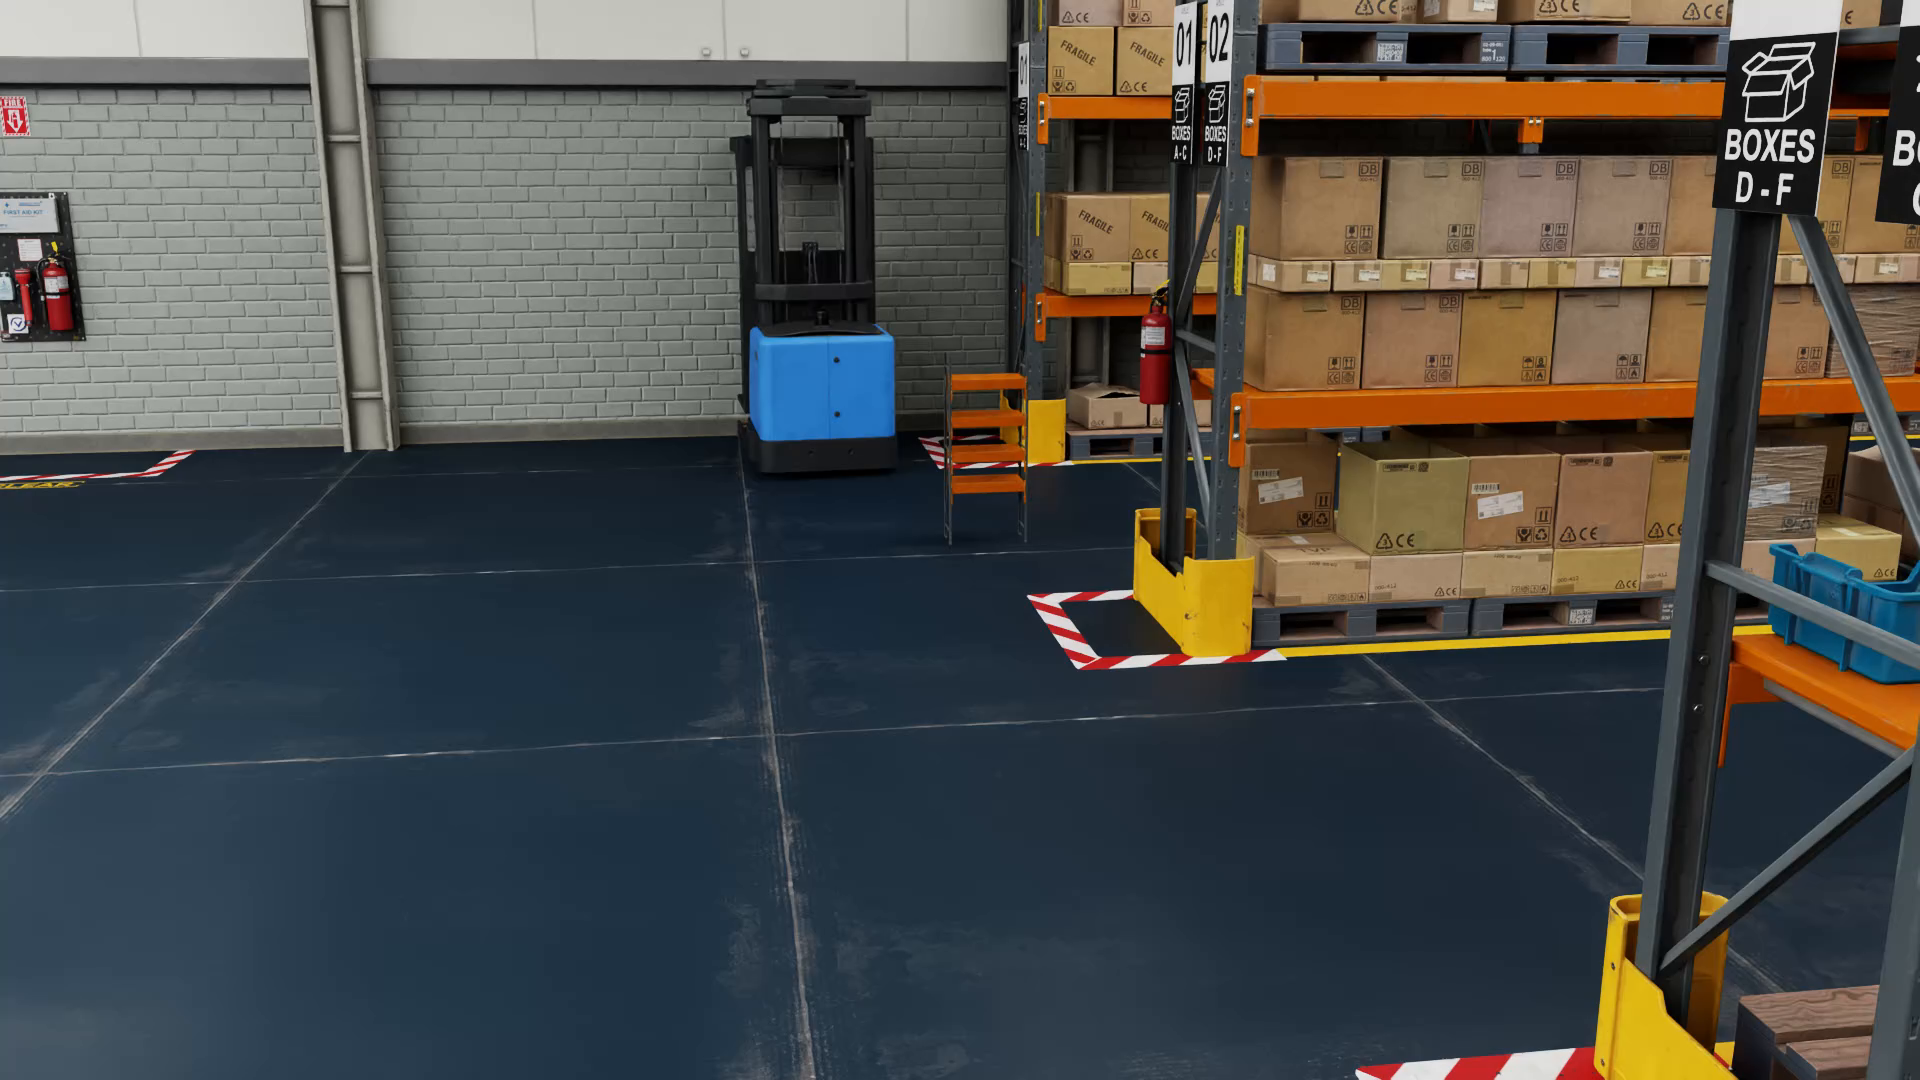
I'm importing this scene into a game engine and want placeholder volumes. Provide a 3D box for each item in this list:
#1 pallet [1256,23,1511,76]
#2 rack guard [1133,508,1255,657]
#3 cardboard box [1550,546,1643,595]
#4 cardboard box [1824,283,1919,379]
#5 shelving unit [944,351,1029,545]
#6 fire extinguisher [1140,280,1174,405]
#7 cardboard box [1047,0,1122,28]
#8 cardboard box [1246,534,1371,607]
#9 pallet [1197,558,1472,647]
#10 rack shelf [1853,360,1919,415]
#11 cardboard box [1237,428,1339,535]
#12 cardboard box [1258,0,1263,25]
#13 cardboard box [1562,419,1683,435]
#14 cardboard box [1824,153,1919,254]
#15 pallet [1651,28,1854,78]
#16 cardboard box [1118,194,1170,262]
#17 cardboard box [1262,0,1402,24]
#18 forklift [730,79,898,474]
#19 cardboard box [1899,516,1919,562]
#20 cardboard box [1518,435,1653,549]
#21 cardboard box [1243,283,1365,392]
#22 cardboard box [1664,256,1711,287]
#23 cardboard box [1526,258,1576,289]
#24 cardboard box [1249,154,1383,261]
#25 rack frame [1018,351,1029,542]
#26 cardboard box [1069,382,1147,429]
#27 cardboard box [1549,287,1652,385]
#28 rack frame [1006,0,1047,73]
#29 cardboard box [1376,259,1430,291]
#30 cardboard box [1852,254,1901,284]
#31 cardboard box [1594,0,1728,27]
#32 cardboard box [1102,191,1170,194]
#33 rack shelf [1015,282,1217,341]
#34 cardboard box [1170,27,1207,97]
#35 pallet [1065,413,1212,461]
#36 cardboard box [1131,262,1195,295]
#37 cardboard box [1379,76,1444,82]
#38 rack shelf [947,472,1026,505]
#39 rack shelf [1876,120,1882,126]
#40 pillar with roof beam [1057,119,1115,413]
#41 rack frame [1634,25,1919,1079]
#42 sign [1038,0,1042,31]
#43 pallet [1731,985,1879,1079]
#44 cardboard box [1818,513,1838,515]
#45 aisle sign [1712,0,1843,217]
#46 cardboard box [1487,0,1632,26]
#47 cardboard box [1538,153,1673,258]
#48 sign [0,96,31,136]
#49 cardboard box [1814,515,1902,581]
[{"bbox_3d":[1.956,-2.441,8.305,1.213,0.211,1.003,-2,14,-8],"label":"pallet"},{"bbox_3d":[1.230,0.203,8.883,0.348,0.500,1.175,-2,14,-8],"label":"rack guard"},{"bbox_3d":[3.300,0.100,8.945,0.500,0.250,0.500,-2,14,-8],"label":"cardboard box"},{"bbox_3d":[4.771,-1.186,9.078,0.500,0.500,0.700,-2,14,-10],"label":"cardboard box"},{"bbox_3d":[0.164,-0.588,10.600,0.503,1.200,0.258,-2,14,-8],"label":"shelving unit"},{"bbox_3d":[1.067,-1.080,9.020,0.183,0.674,0.296,-2,14,-8],"label":"fire extinguisher"},{"bbox_3d":[0.929,-4.155,12.655,0.500,0.500,0.500,-3,14,-12],"label":"cardboard box"},{"bbox_3d":[1.817,0.154,8.730,0.500,0.250,0.500,-2,14,-8],"label":"cardboard box"},{"bbox_3d":[2.003,0.305,9.072,1.213,0.211,1.003,-2,14,-8],"label":"pallet"},{"bbox_3d":[7.187,-0.878,9.537,4.000,0.370,1.077,-2,14,-8],"label":"rack shelf"},{"bbox_3d":[1.739,-0.335,9.137,0.500,0.500,0.500,-2,14,-8],"label":"cardboard box"},{"bbox_3d":[2.426,-4.329,13.350,0.500,0.500,0.500,-2,14,-8],"label":"cardboard box"},{"bbox_3d":[3.715,-0.411,9.441,0.500,0.500,0.500,-2,14,-8],"label":"cardboard box"},{"bbox_3d":[4.771,-1.815,8.920,0.500,0.500,0.700,-2,14,-8],"label":"cardboard box"},{"bbox_3d":[4.369,-2.530,8.658,1.213,0.211,1.003,-2,14,-8],"label":"pallet"},{"bbox_3d":[1.519,-2.462,13.100,0.500,0.500,0.500,-2,14,-8],"label":"cardboard box"},{"bbox_3d":[1.822,-2.806,8.216,0.637,0.503,0.797,-1,14,-4],"label":"cardboard box"},{"bbox_3d":[-1.275,-2.233,13.601,1.130,2.935,3.031,-3,14,-11],"label":"forklift"},{"bbox_3d":[5.645,0.020,9.264,0.500,0.250,0.500,-2,14,-10],"label":"cardboard box"},{"bbox_3d":[3.301,-0.263,8.853,0.500,0.500,0.500,-2,14,-8],"label":"cardboard box"},{"bbox_3d":[1.717,-1.072,8.625,0.500,0.500,0.700,-2,14,-8],"label":"cardboard box"},{"bbox_3d":[3.716,-1.411,8.642,0.250,0.149,0.380,-2,14,-7],"label":"cardboard box"},{"bbox_3d":[2.947,-1.383,8.529,0.250,0.149,0.380,-2,14,-9],"label":"cardboard box"},{"bbox_3d":[1.769,-1.703,8.475,0.500,0.500,0.700,-2,14,-8],"label":"cardboard box"},{"bbox_3d":[0.405,-0.597,10.635,0.015,1.200,0.240,-2,14,-8],"label":"rack frame"},{"bbox_3d":[1.209,-1.114,13.620,0.500,0.311,0.500,-4,15,-15],"label":"cardboard box"},{"bbox_3d":[3.247,-1.129,8.851,0.500,0.500,0.700,-2,14,-7],"label":"cardboard box"},{"bbox_3d":[0.512,-5.111,12.603,0.127,3.000,1.000,-2,14,-8],"label":"rack frame"},{"bbox_3d":[2.181,-1.354,8.417,0.250,0.149,0.380,-2,14,-8],"label":"cardboard box"},{"bbox_3d":[4.727,-1.448,8.790,0.250,0.149,0.380,-2,14,-9],"label":"cardboard box"},{"bbox_3d":[3.562,-2.902,8.598,0.637,0.503,0.797,-1,14,-2],"label":"cardboard box"},{"bbox_3d":[1.445,-2.586,13.593,0.500,0.500,0.500,-2,14,-8],"label":"cardboard box"},{"bbox_3d":[2.489,-1.925,13.709,4.000,0.370,1.077,-2,14,-8],"label":"rack shelf"},{"bbox_3d":[1.929,-3.697,12.884,0.500,0.500,0.500,-1,14,-6],"label":"cardboard box"},{"bbox_3d":[1.396,-0.872,13.767,1.213,0.211,1.003,-2,14,-8],"label":"pallet"},{"bbox_3d":[1.553,-2.102,13.203,0.500,0.250,0.500,-3,14,-10],"label":"cardboard box"},{"bbox_3d":[3.503,-3.766,13.161,0.500,0.500,0.500,-3,14,-13],"label":"cardboard box"},{"bbox_3d":[0.164,-0.330,10.664,0.480,0.148,0.258,-2,14,-8],"label":"rack shelf"},{"bbox_3d":[7.187,-2.333,9.172,4.000,0.370,1.077,-2,14,-8],"label":"rack shelf"},{"bbox_3d":[1.716,-4.309,9.405,0.400,9.000,9.100,-2,14,-8],"label":"pillar with roof beam"},{"bbox_3d":[1.988,0.182,3.831,0.127,3.000,1.000,-2,14,-8],"label":"rack frame"},{"bbox_3d":[0.593,-3.950,12.341,0.005,0.325,0.100,-2,14,-8],"label":"sign"},{"bbox_3d":[2.860,1.492,4.338,1.213,0.211,1.003,-2,14,-8],"label":"pallet"},{"bbox_3d":[4.705,-0.081,9.667,0.500,0.250,0.500,-2,14,-8],"label":"cardboard box"},{"bbox_3d":[1.872,-1.148,3.789,0.004,0.787,0.394,-2,14,-8],"label":"aisle sign"},{"bbox_3d":[2.936,-2.779,8.115,0.500,0.500,0.500,-2,14,-8],"label":"cardboard box"},{"bbox_3d":[3.282,-1.760,8.702,0.500,0.500,0.700,-2,14,-8],"label":"cardboard box"},{"bbox_3d":[-7.330,-3.285,12.889,0.199,0.298,0.001,-2,14,-8],"label":"sign"},{"bbox_3d":[4.783,0.045,9.167,0.500,0.250,0.500,-2,14,-8],"label":"cardboard box"}]
